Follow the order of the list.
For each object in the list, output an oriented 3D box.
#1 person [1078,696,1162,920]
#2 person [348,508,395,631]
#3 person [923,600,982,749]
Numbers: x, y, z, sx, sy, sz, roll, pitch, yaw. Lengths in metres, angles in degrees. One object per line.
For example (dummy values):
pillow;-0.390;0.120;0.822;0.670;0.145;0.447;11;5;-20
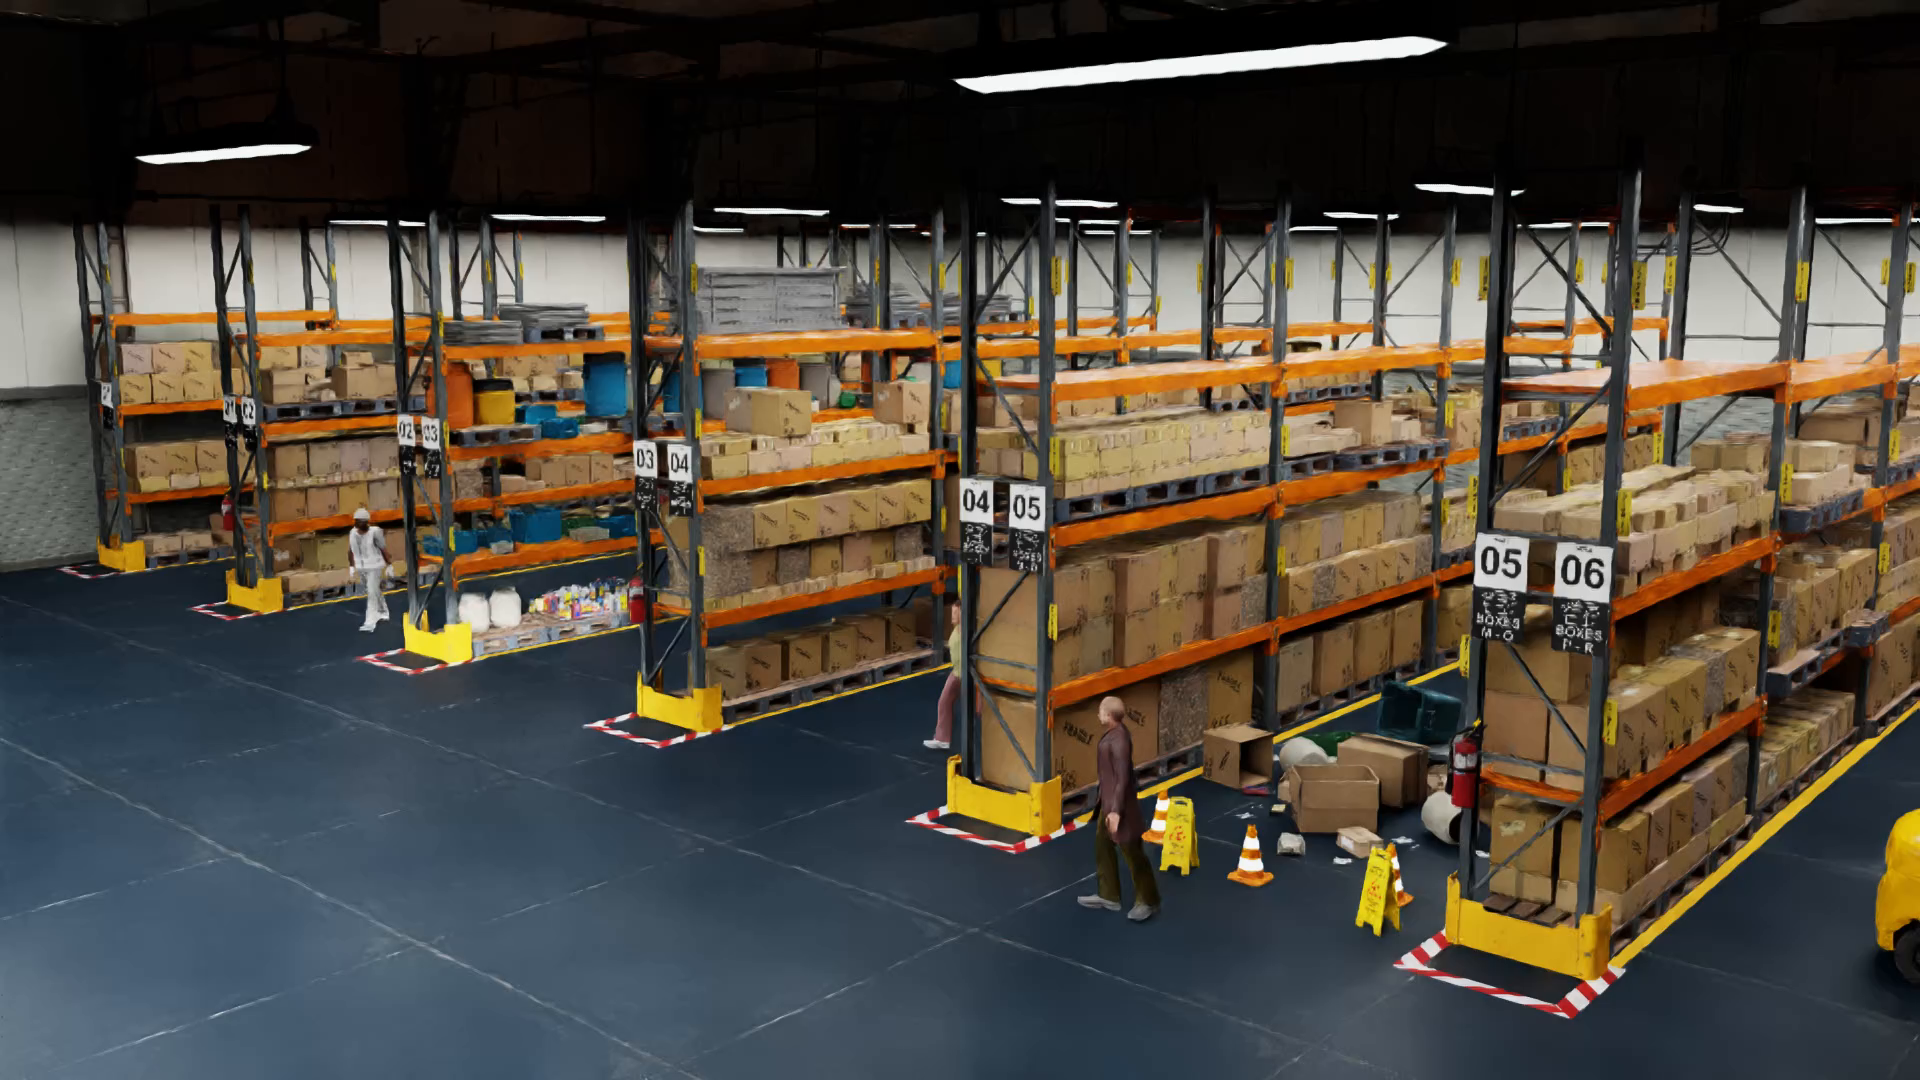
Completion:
person;1.266;2.118;13.267;0.610;1.770;0.607;0;9;-1
person;-8.434;0.397;23.689;0.609;1.742;0.967;3;10;18
person;0.110;1.433;17.702;0.962;1.626;0.519;-5;11;-28
